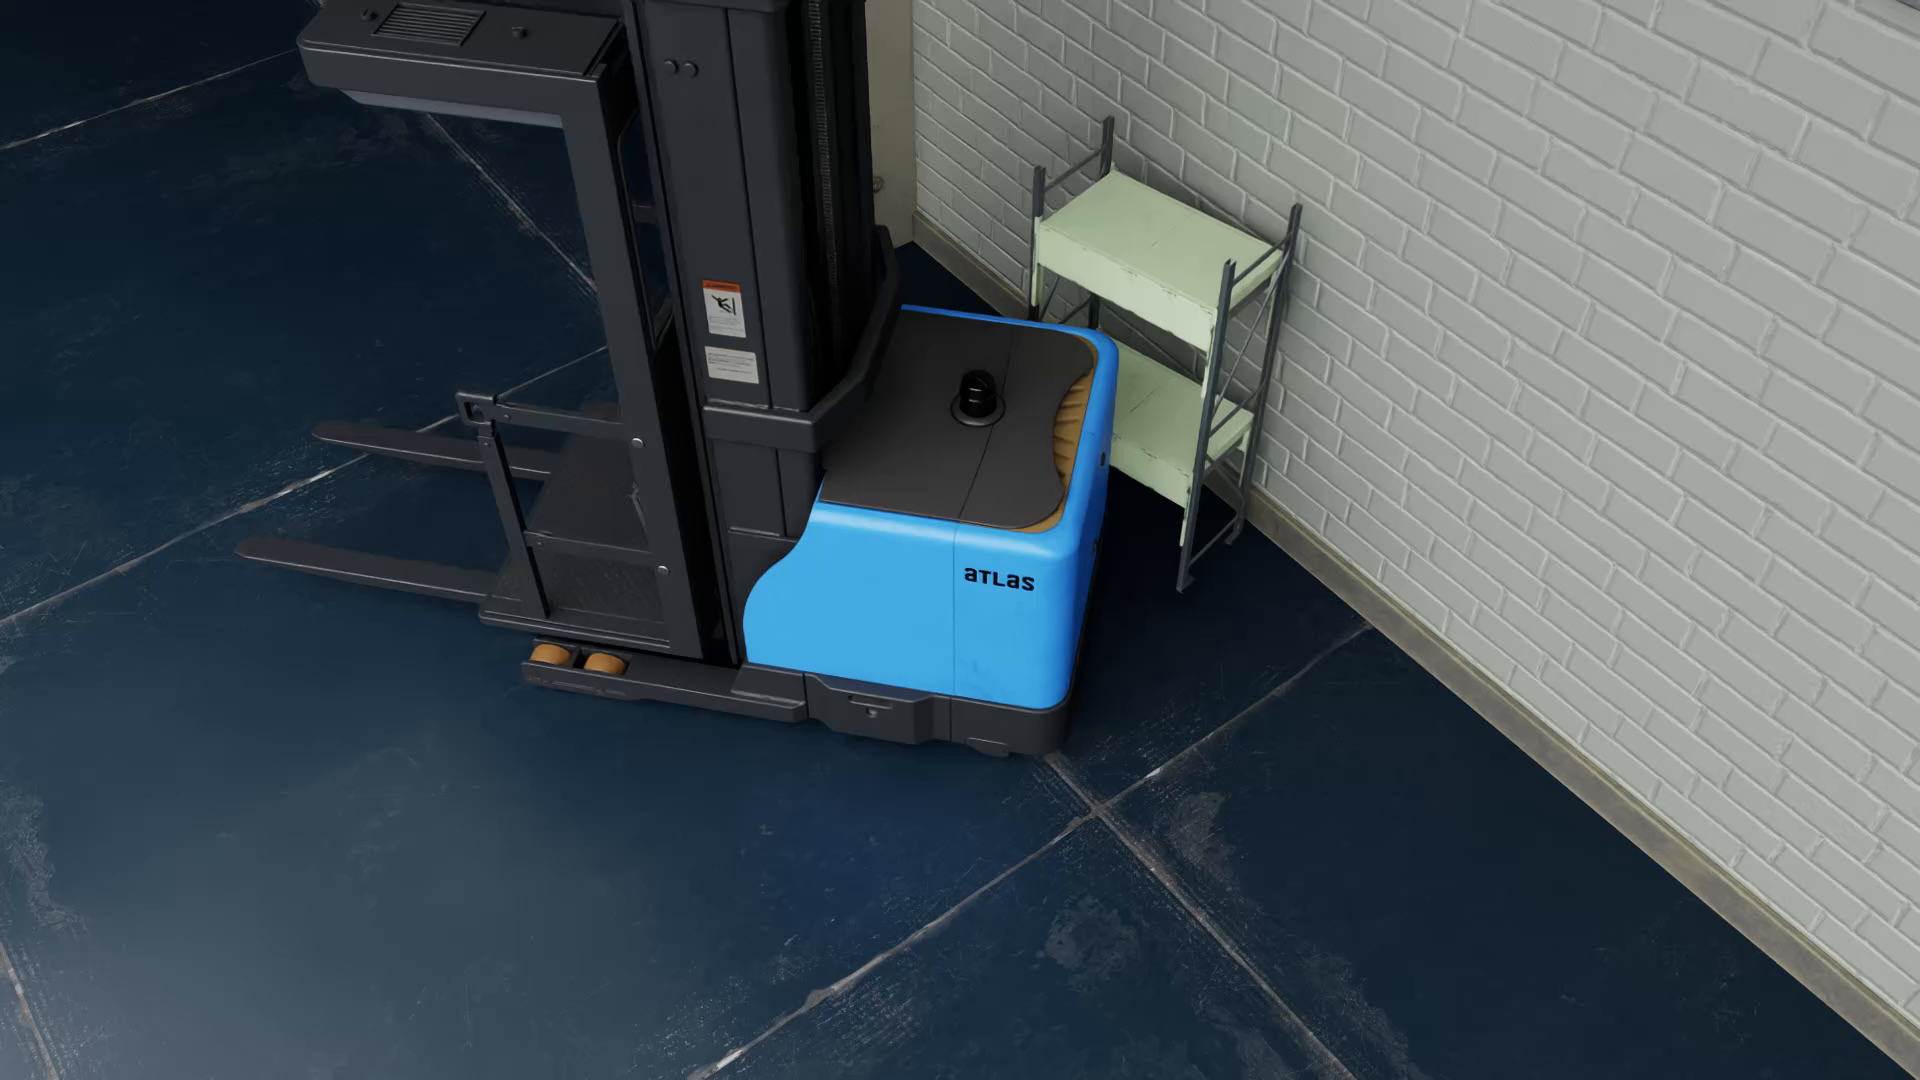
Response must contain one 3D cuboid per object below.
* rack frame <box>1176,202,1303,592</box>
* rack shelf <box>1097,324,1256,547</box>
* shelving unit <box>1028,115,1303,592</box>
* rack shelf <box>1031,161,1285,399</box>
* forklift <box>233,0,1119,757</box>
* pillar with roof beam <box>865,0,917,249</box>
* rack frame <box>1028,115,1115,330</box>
[{"bbox_3d":[0.928,-0.430,5.628,0.023,1.500,0.400,33,55,26],"label":"rack frame"},{"bbox_3d":[0.651,-0.388,6.029,0.720,0.370,0.431,33,55,26],"label":"rack shelf"},{"bbox_3d":[0.651,-0.607,5.788,0.755,1.500,0.431,33,55,26],"label":"shelving unit"},{"bbox_3d":[0.651,-0.869,5.499,0.720,0.370,0.431,33,55,26],"label":"rack shelf"},{"bbox_3d":[-1.038,-0.813,5.009,3.031,2.935,1.130,9,48,8],"label":"forklift"},{"bbox_3d":[-3.852,-2.502,2.444,9.100,9.000,0.400,-29,54,-24],"label":"pillar with roof beam"},{"bbox_3d":[0.373,-0.784,5.948,0.023,1.500,0.400,33,55,26],"label":"rack frame"}]
